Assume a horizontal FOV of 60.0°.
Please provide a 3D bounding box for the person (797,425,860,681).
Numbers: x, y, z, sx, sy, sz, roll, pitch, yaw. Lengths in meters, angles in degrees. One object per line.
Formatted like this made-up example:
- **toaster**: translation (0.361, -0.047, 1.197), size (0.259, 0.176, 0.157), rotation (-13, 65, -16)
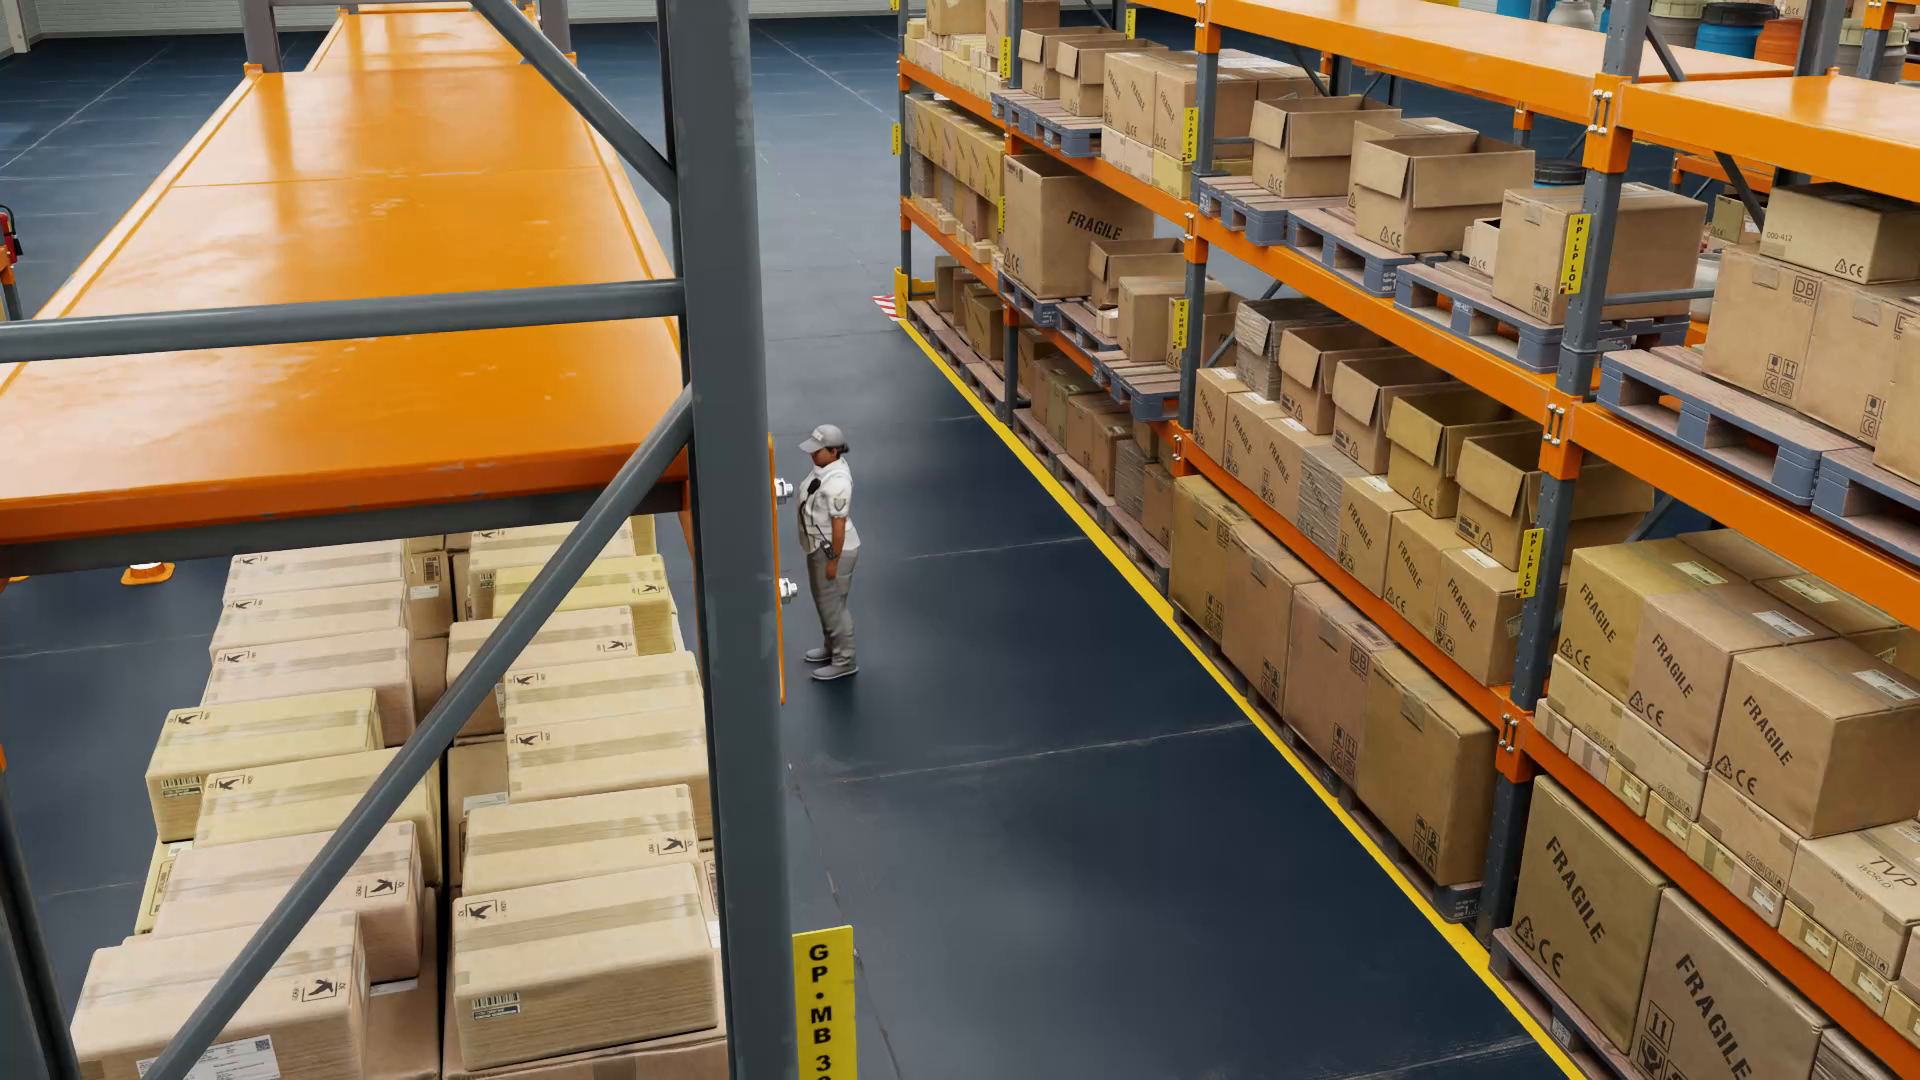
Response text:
- **person**: translation (-0.831, 0.066, 10.489), size (0.390, 1.664, 0.467), rotation (-6, 24, -13)
